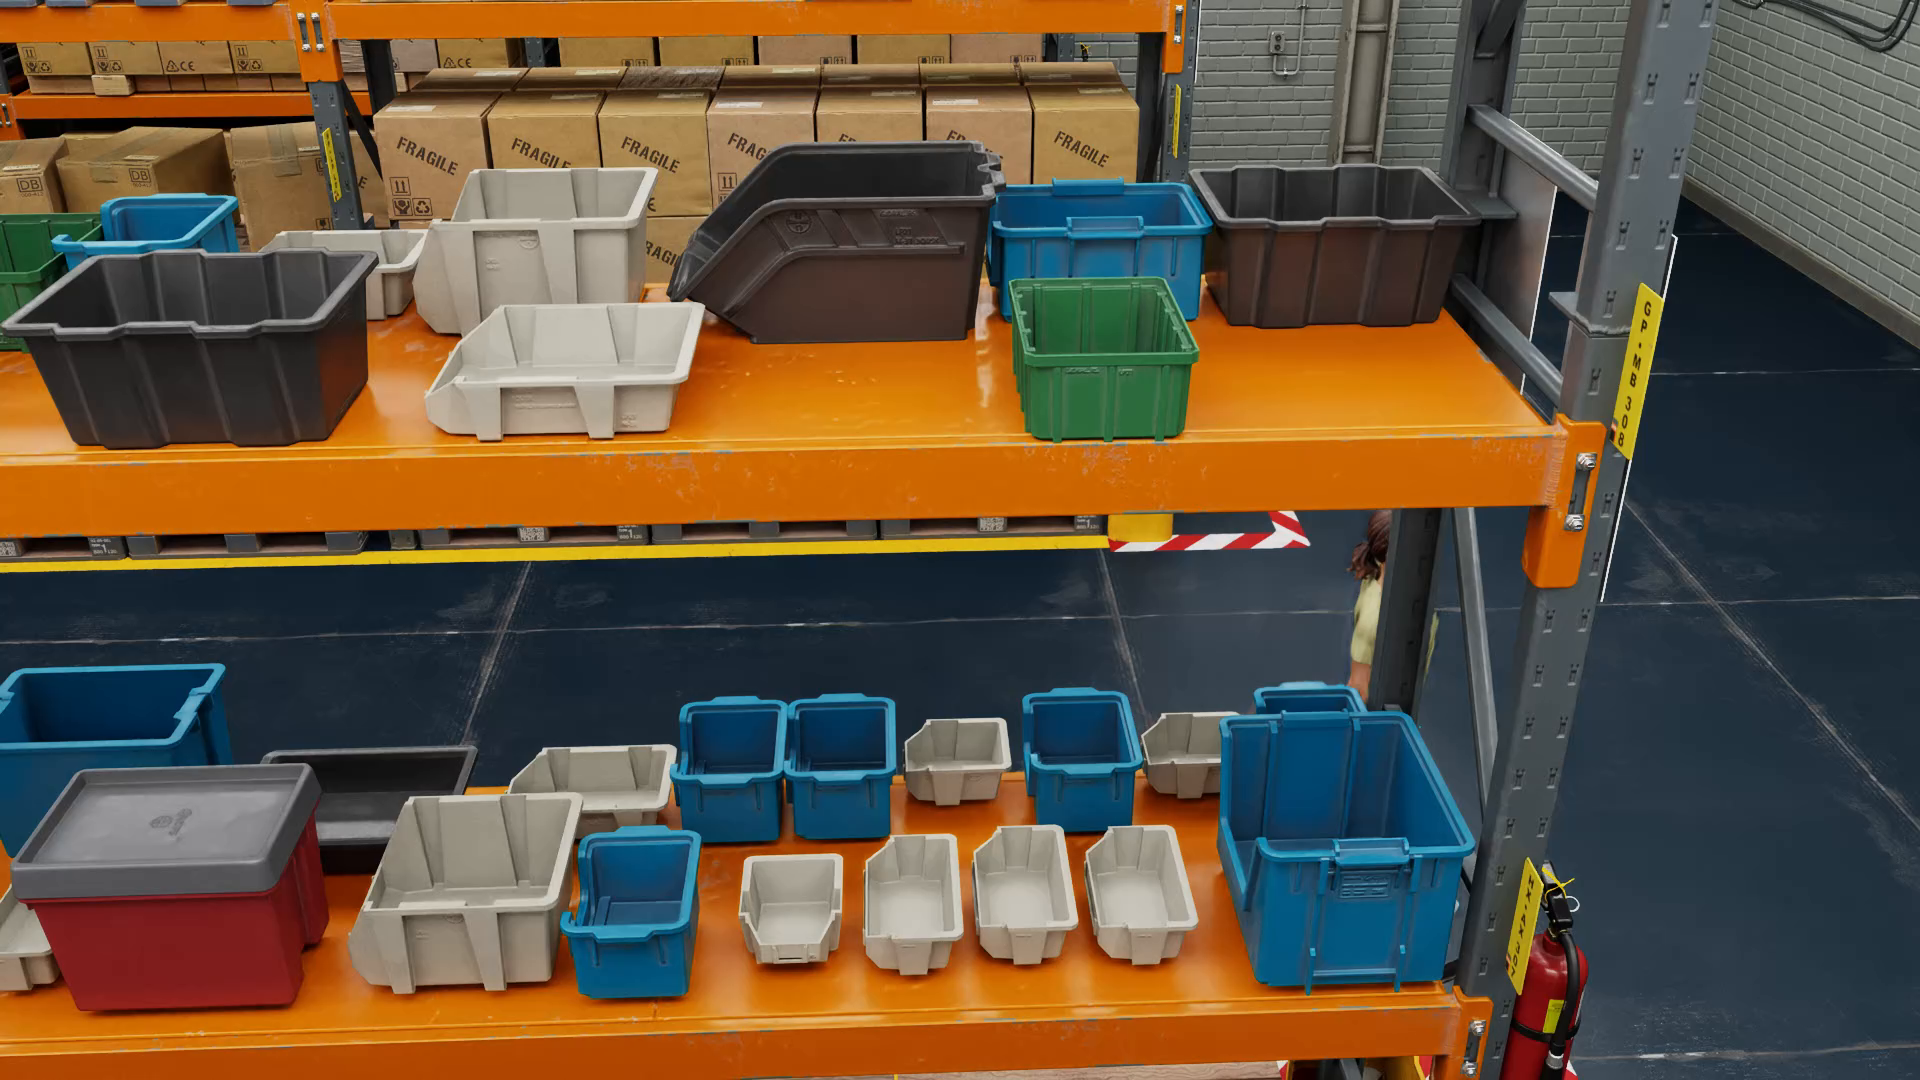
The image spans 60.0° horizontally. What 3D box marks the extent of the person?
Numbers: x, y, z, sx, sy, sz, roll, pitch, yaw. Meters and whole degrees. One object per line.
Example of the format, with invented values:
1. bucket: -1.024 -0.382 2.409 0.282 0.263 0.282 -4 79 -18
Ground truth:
1. person: 1.462 0.604 5.951 0.834 1.639 0.474 8 29 15
